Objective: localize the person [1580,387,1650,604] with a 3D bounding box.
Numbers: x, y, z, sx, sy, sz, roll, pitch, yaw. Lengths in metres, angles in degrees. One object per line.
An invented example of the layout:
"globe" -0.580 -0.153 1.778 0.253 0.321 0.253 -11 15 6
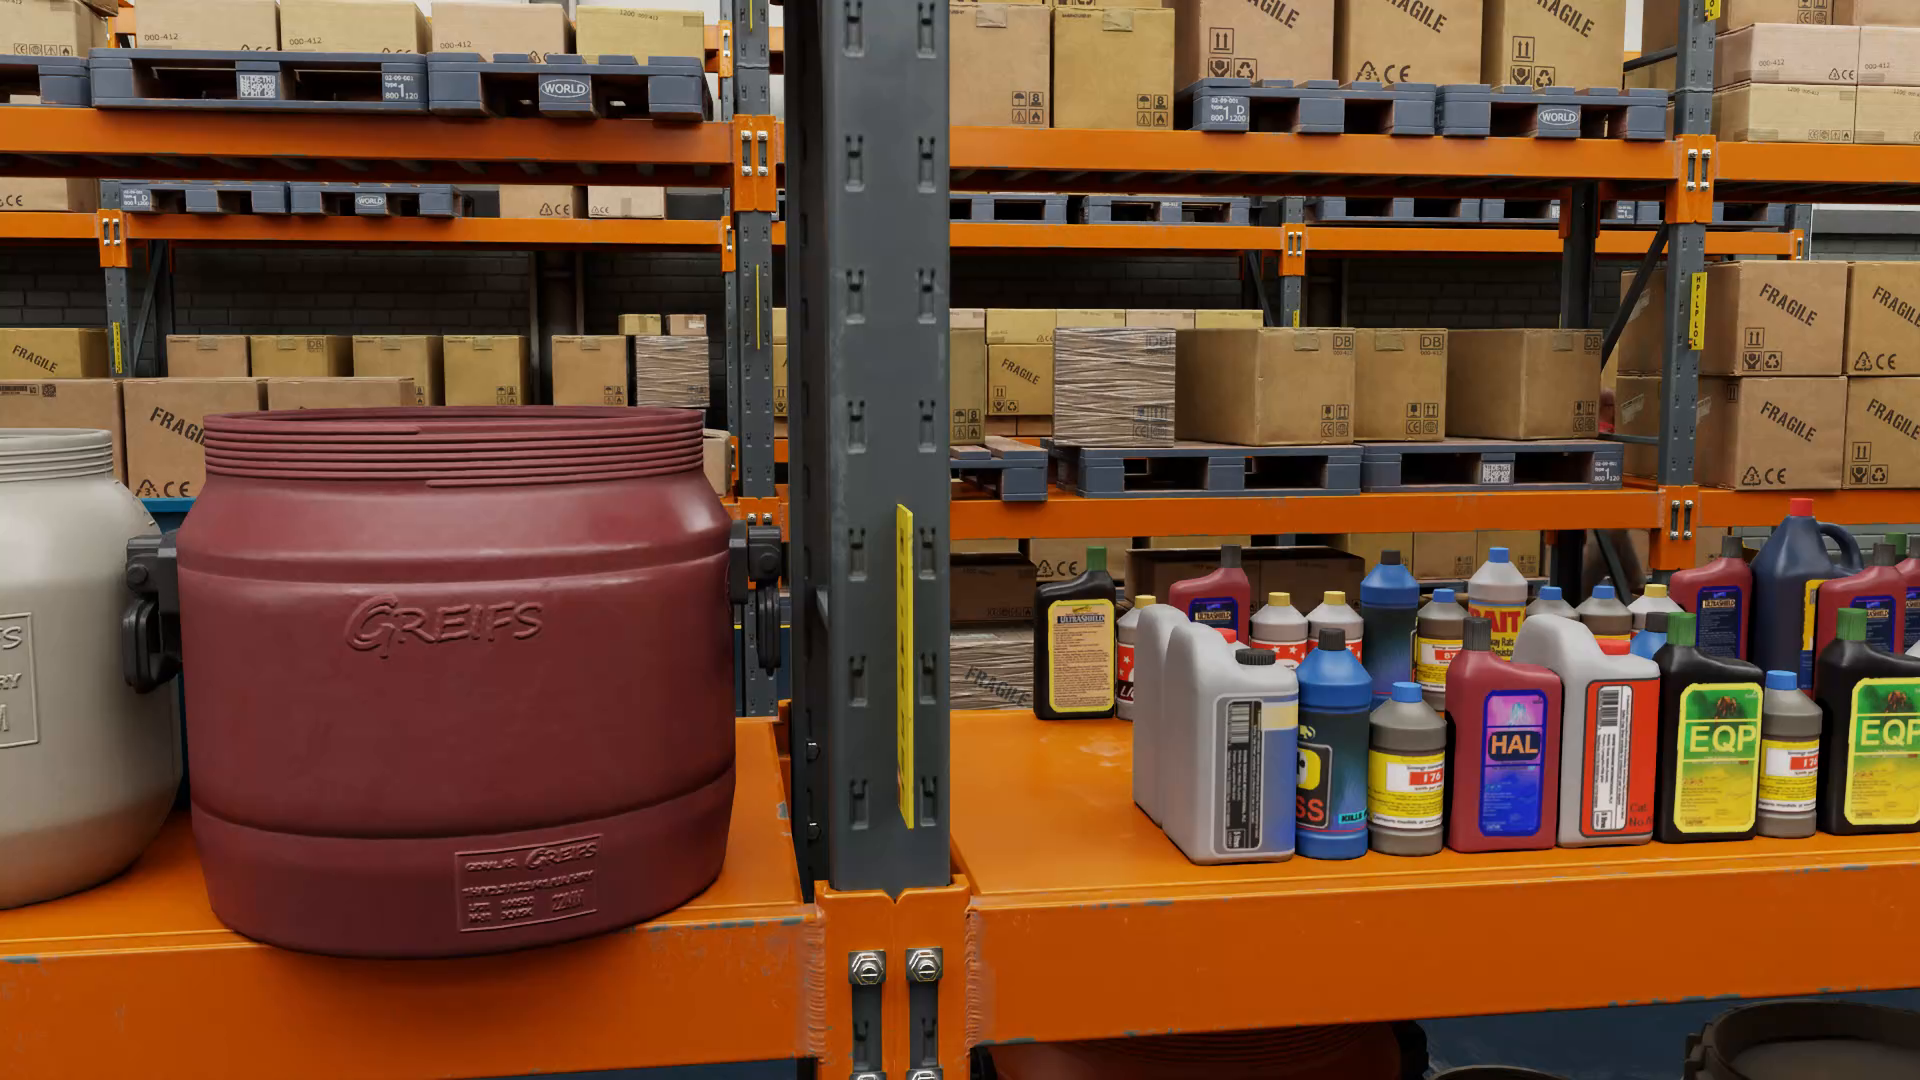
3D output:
"person" 3.989 -0.098 10.194 1.060 1.668 0.529 1 7 9
